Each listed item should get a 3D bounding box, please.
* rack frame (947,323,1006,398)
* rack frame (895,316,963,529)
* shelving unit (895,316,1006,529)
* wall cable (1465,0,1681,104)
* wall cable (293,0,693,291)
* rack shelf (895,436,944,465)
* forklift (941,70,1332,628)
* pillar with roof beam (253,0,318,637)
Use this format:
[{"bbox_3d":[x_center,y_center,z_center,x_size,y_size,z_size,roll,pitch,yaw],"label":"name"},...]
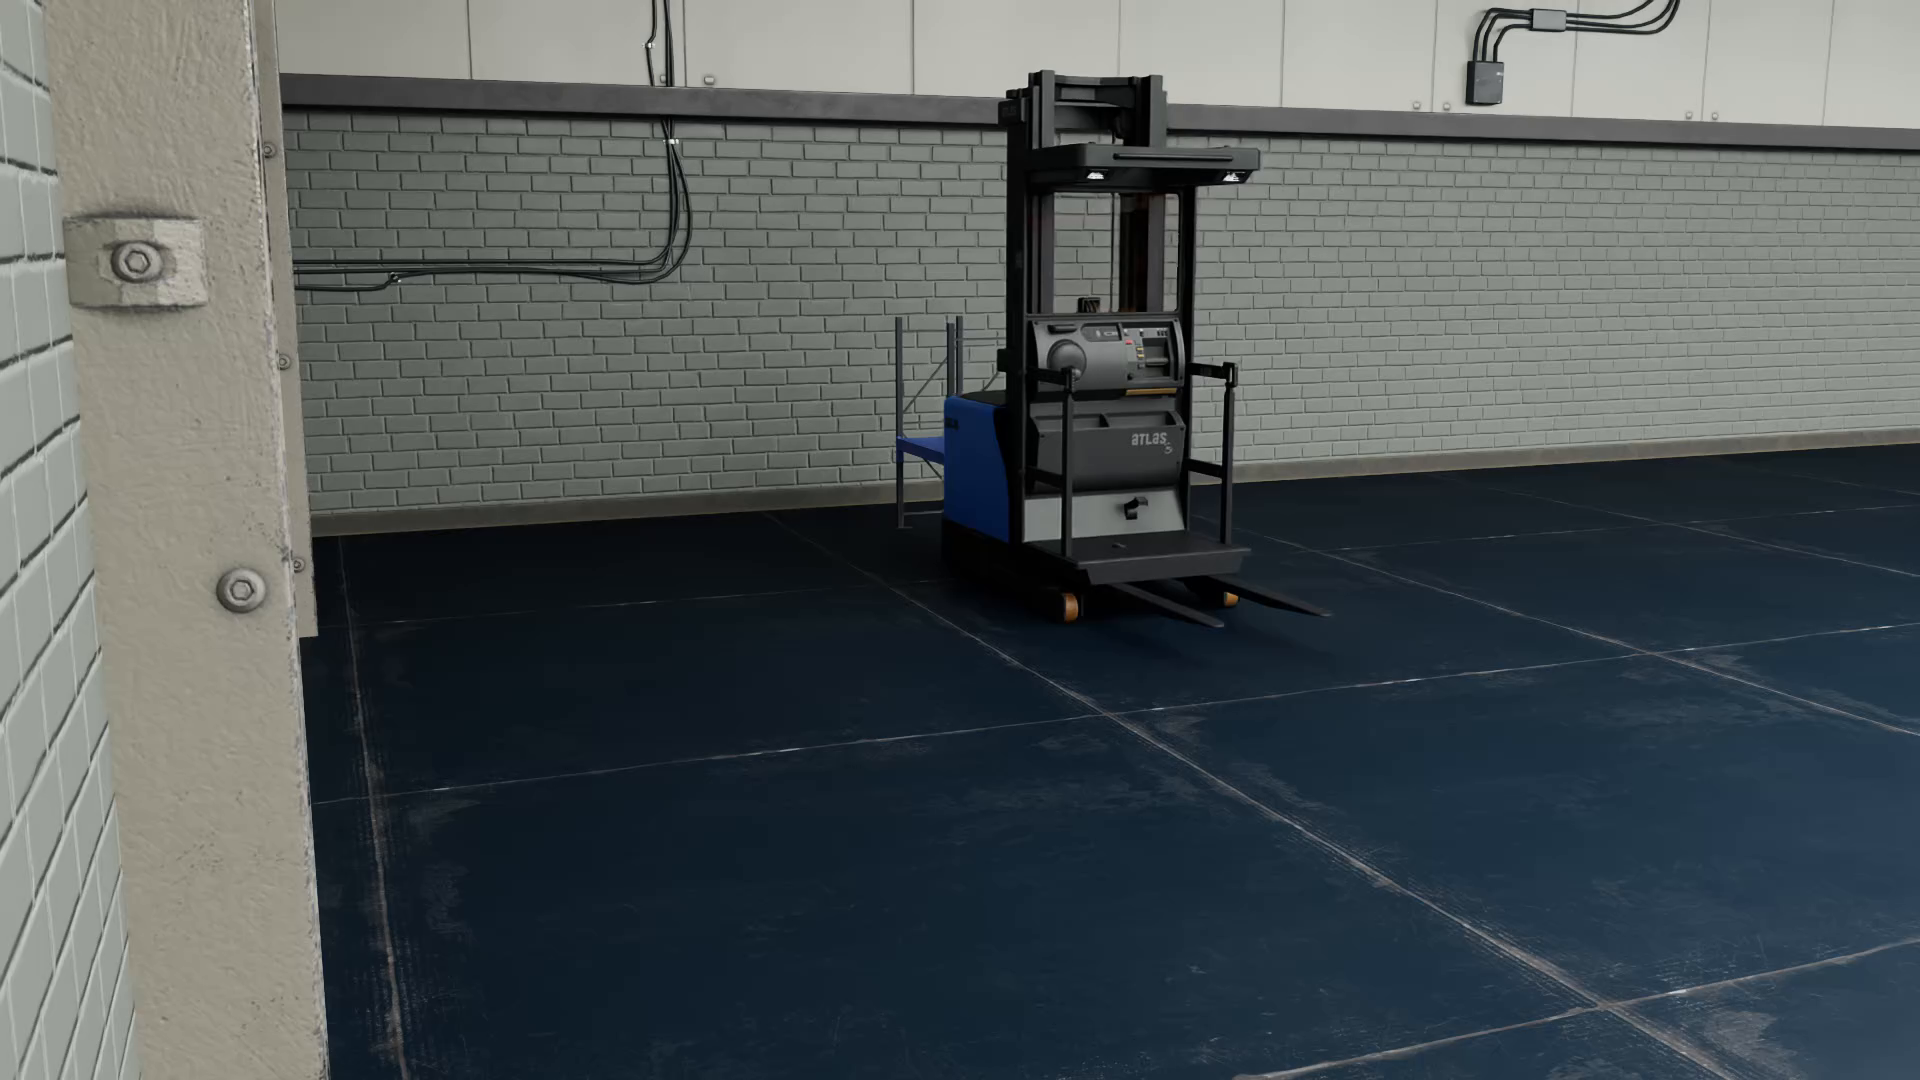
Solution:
[{"bbox_3d":[0.153,-0.669,10.901,0.500,1.500,0.032,-4,11,-21],"label":"rack frame"},{"bbox_3d":[-0.215,-0.835,11.834,0.500,1.500,0.032,-4,11,-21],"label":"rack frame"},{"bbox_3d":[-0.031,-0.752,11.367,0.538,1.500,1.048,-4,11,-21],"label":"shelving unit"},{"bbox_3d":[5.474,-6.795,14.213,2.305,6.003,0.169,-4,11,-21],"label":"wall cable"},{"bbox_3d":[-3.380,-2.992,11.410,3.097,2.526,0.112,-4,11,-21],"label":"wall cable"},{"bbox_3d":[-0.031,-0.575,11.399,0.538,0.185,1.000,-4,11,-21],"label":"rack shelf"},{"bbox_3d":[0.921,-1.082,9.132,1.130,2.935,3.031,-4,11,-22],"label":"forklift"},{"bbox_3d":[0.467,-4.229,9.499,9.100,9.000,0.400,-4,11,-21],"label":"pillar with roof beam"}]
